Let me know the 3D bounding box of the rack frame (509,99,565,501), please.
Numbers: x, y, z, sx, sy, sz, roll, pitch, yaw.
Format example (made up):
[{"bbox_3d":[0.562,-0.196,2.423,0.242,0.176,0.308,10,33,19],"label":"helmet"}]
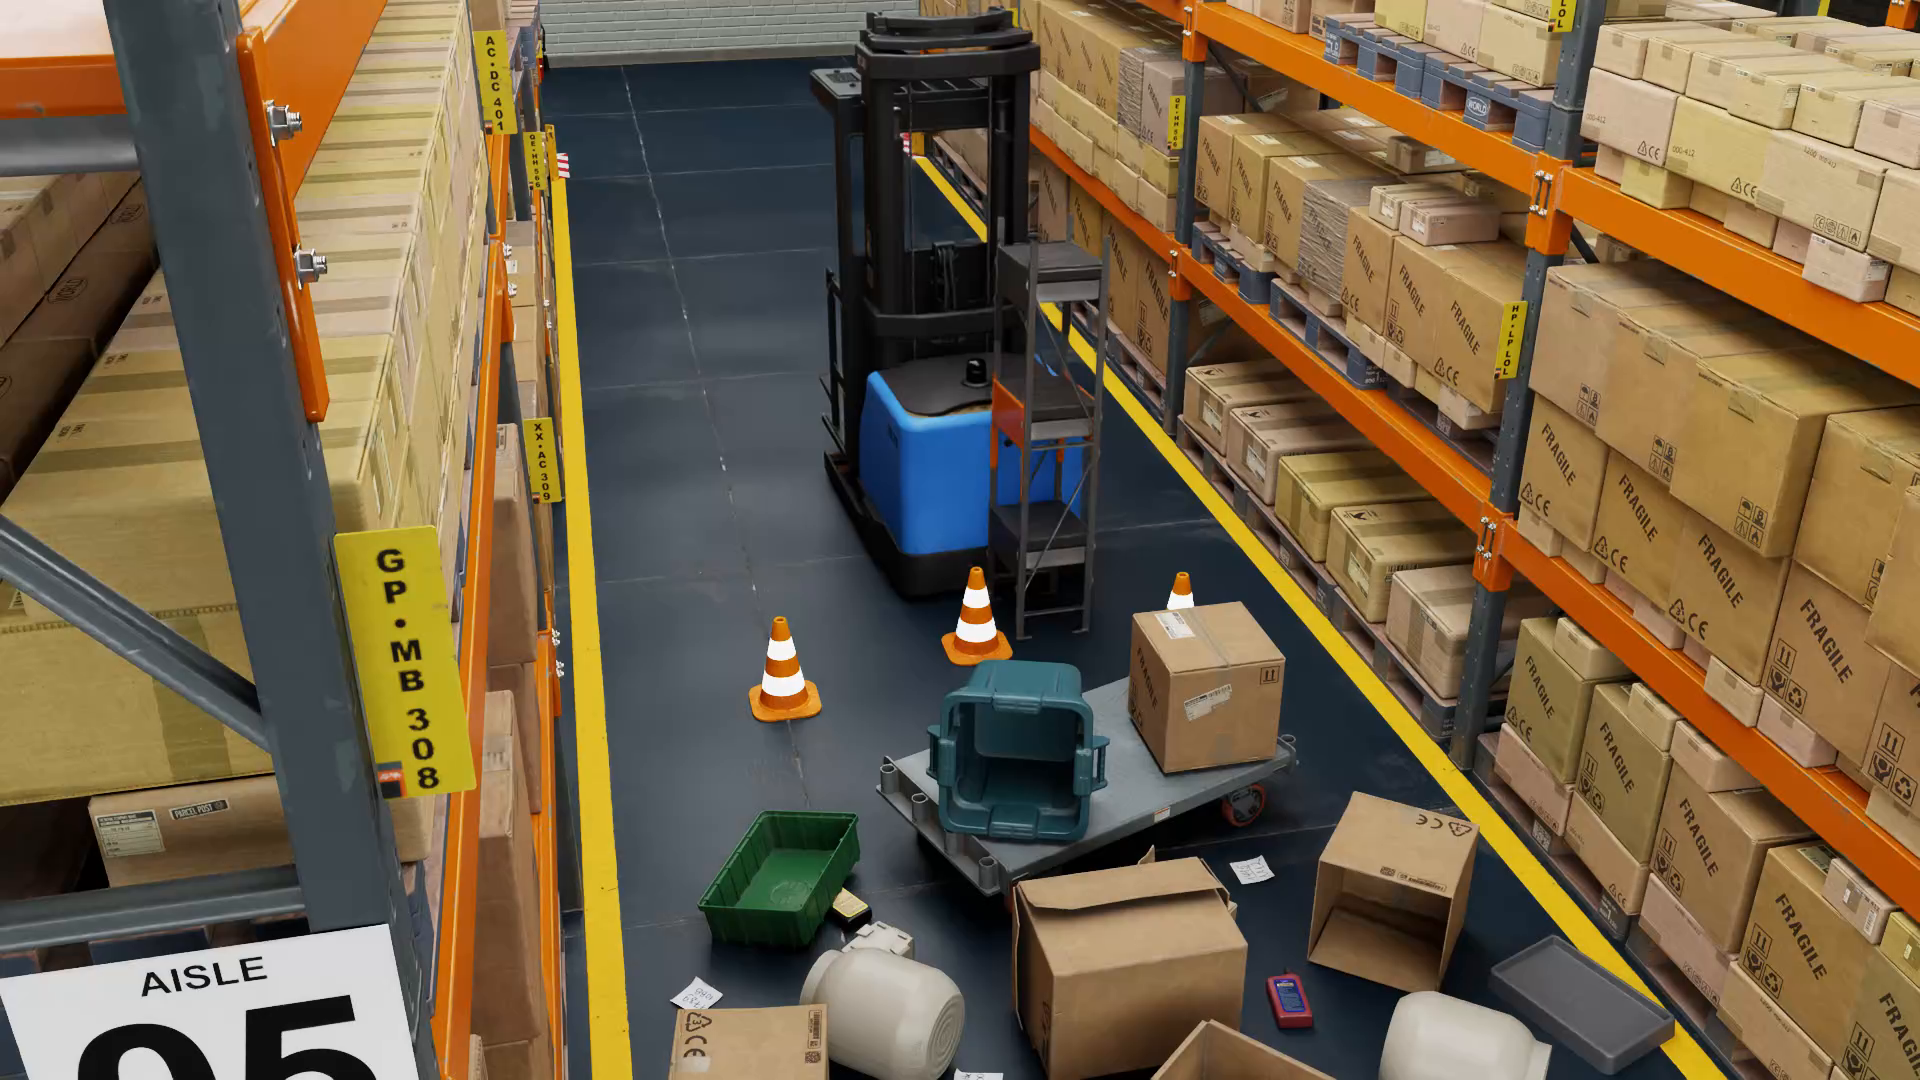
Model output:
[{"bbox_3d":[-2.931,-1.558,9.508,1.000,3.000,0.127,-6,27,-12],"label":"rack frame"}]

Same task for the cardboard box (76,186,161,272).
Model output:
[{"bbox_3d":[-1.848,-0.531,3.404,0.500,0.250,0.500,-6,27,-11],"label":"cardboard box"}]

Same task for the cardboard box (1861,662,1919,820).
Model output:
[{"bbox_3d":[3.063,0.579,4.833,0.500,0.500,0.500,-6,27,-12],"label":"cardboard box"}]

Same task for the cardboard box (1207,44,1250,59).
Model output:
[{"bbox_3d":[1.875,-3.054,11.252,0.500,0.500,0.500,-6,27,-11],"label":"cardboard box"}]

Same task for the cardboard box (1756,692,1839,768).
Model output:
[{"bbox_3d":[2.892,0.604,5.503,0.380,0.149,0.250,-6,27,-12],"label":"cardboard box"}]

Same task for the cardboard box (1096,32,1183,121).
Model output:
[{"bbox_3d":[1.269,-3.240,11.619,0.500,0.500,0.500,-6,27,-12],"label":"cardboard box"}]

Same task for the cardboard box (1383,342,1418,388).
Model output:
[{"bbox_3d":[2.250,-0.849,7.917,0.380,0.149,0.250,-6,27,-12],"label":"cardboard box"}]

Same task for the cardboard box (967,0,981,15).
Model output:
[{"bbox_3d":[0.362,-4.977,15.062,0.500,0.500,0.500,-6,27,-11],"label":"cardboard box"}]

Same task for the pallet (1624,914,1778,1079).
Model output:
[{"bbox_3d":[3.235,1.724,6.101,1.003,0.211,1.213,-6,27,-12],"label":"pallet"}]

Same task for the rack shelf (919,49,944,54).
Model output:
[{"bbox_3d":[0.517,-4.418,15.973,1.077,0.370,4.000,-6,27,-12],"label":"rack shelf"}]

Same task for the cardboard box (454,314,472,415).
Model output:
[{"bbox_3d":[-1.235,-0.354,3.495,0.380,0.149,0.250,-6,27,-11],"label":"cardboard box"}]

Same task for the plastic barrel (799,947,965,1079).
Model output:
[{"bbox_3d":[-0.279,1.690,5.931,0.512,0.421,0.421,13,30,24],"label":"plastic barrel"}]

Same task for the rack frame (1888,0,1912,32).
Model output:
[{"bbox_3d":[6.704,-2.611,11.594,1.000,3.000,0.127,-6,27,-12],"label":"rack frame"}]

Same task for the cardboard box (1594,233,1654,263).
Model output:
[{"bbox_3d":[3.009,-1.246,7.263,0.380,0.149,0.250,-6,27,-12],"label":"cardboard box"}]

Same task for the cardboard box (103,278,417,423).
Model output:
[{"bbox_3d":[-1.007,-0.262,2.429,0.380,0.149,0.250,-6,27,-12],"label":"cardboard box"}]

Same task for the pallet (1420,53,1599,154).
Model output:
[{"bbox_3d":[2.735,-1.886,7.038,1.213,0.211,1.003,-6,27,-12],"label":"pallet"}]

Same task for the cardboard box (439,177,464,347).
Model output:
[{"bbox_3d":[-1.329,-0.586,3.512,0.500,0.250,0.500,-6,27,-12],"label":"cardboard box"}]

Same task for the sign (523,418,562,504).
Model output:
[{"bbox_3d":[-1.489,-0.281,5.929,0.100,0.325,0.005,-6,27,-12],"label":"sign"}]

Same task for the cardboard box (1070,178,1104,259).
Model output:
[{"bbox_3d":[1.396,-2.440,13.148,0.875,0.875,0.875,-5,27,-10],"label":"cardboard box"}]

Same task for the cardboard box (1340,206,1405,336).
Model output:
[{"bbox_3d":[2.219,-1.338,8.165,0.500,0.500,0.500,-5,27,-10],"label":"cardboard box"}]

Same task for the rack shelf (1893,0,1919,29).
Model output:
[{"bbox_3d":[7.155,-2.751,9.340,1.077,0.370,4.000,-6,27,-12],"label":"rack shelf"}]

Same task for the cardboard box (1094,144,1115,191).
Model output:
[{"bbox_3d":[1.274,-2.679,11.896,0.500,0.250,0.500,-6,27,-12],"label":"cardboard box"}]

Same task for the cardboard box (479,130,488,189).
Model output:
[{"bbox_3d":[-1.636,-1.134,5.040,0.380,0.149,0.250,-6,27,-12],"label":"cardboard box"}]

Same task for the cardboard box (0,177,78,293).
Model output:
[{"bbox_3d":[-1.821,-0.533,2.965,0.380,0.149,0.250,-6,27,-12],"label":"cardboard box"}]

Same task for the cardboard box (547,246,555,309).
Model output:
[{"bbox_3d":[-3.420,-2.086,12.863,0.500,0.500,0.500,-6,27,-13],"label":"cardboard box"}]

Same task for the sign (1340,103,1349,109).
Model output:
[{"bbox_3d":[2.396,-2.646,10.466,0.100,0.325,0.005,-6,27,-12],"label":"sign"}]

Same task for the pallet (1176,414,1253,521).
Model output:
[{"bbox_3d":[2.044,-0.517,10.540,1.003,0.211,1.213,-6,27,-12],"label":"pallet"}]

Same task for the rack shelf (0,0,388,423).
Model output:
[{"bbox_3d":[-1.579,-1.103,3.190,1.077,0.370,4.000,-6,27,-12],"label":"rack shelf"}]

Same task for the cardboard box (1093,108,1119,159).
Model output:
[{"bbox_3d":[1.258,-2.896,11.770,0.500,0.250,0.500,-7,28,-13],"label":"cardboard box"}]

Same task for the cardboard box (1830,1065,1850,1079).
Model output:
[{"bbox_3d":[3.119,1.891,5.260,0.500,0.250,0.500,-6,27,-11],"label":"cardboard box"}]

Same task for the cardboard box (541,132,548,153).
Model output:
[{"bbox_3d":[-4.185,-3.827,16.041,0.380,0.149,0.250,-7,28,-13],"label":"cardboard box"}]

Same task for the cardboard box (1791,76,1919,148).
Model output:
[{"bbox_3d":[2.800,-1.311,5.083,0.380,0.149,0.250,-7,28,-13],"label":"cardboard box"}]

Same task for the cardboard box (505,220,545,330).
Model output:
[{"bbox_3d":[-2.568,-1.432,9.148,0.500,0.500,0.500,-6,27,-12],"label":"cardboard box"}]

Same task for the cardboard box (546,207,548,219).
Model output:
[{"bbox_3d":[-3.933,-2.987,15.037,0.380,0.149,0.250,-7,28,-13],"label":"cardboard box"}]

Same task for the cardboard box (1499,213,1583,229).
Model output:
[{"bbox_3d":[2.733,-1.387,8.262,0.500,0.500,0.500,-6,27,-12],"label":"cardboard box"}]

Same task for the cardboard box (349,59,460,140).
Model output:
[{"bbox_3d":[-1.407,-1.044,3.978,0.380,0.149,0.250,-6,27,-11],"label":"cardboard box"}]

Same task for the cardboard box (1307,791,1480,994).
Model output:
[{"bbox_3d":[1.686,1.374,6.470,0.500,0.500,0.500,13,30,24],"label":"cardboard box"}]

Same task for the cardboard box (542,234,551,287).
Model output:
[{"bbox_3d":[-3.182,-1.962,11.783,0.500,0.250,0.500,-7,28,-14],"label":"cardboard box"}]

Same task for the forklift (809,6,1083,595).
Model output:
[{"bbox_3d":[-0.225,-1.655,9.775,1.130,2.935,3.031,-8,28,-15],"label":"forklift"}]

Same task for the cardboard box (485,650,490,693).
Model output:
[{"bbox_3d":[-1.755,0.295,4.472,0.875,0.550,0.550,-6,27,-12],"label":"cardboard box"}]

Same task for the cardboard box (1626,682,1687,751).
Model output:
[{"bbox_3d":[2.728,0.639,6.188,0.380,0.149,0.250,-5,27,-10],"label":"cardboard box"}]

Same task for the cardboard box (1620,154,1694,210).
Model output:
[{"bbox_3d":[2.604,-1.293,5.933,0.380,0.149,0.250,-6,27,-12],"label":"cardboard box"}]

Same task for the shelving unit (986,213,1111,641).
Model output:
[{"bbox_3d":[0.431,-0.557,8.481,0.431,2.100,0.503,-6,25,-16],"label":"shelving unit"}]

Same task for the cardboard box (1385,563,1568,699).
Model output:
[{"bbox_3d":[2.650,0.406,8.066,0.950,0.372,0.625,-6,27,-11],"label":"cardboard box"}]

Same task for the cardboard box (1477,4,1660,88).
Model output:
[{"bbox_3d":[2.498,-2.050,6.855,0.500,0.250,0.500,-6,28,-13],"label":"cardboard box"}]

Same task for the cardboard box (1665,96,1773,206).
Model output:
[{"bbox_3d":[2.728,-1.308,5.519,0.500,0.250,0.500,-6,27,-12],"label":"cardboard box"}]

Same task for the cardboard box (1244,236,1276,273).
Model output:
[{"bbox_3d":[1.851,-1.644,9.490,0.380,0.149,0.250,-6,27,-11],"label":"cardboard box"}]

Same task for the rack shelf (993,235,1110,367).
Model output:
[{"bbox_3d":[0.444,-1.186,8.207,0.431,0.518,0.480,-6,25,-16],"label":"rack shelf"}]

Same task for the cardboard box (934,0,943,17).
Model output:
[{"bbox_3d":[0.036,-5.203,16.618,0.500,0.500,0.500,-6,27,-12],"label":"cardboard box"}]

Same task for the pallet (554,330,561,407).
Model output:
[{"bbox_3d":[-3.377,-1.191,11.875,1.003,0.211,1.213,-6,27,-12],"label":"pallet"}]
